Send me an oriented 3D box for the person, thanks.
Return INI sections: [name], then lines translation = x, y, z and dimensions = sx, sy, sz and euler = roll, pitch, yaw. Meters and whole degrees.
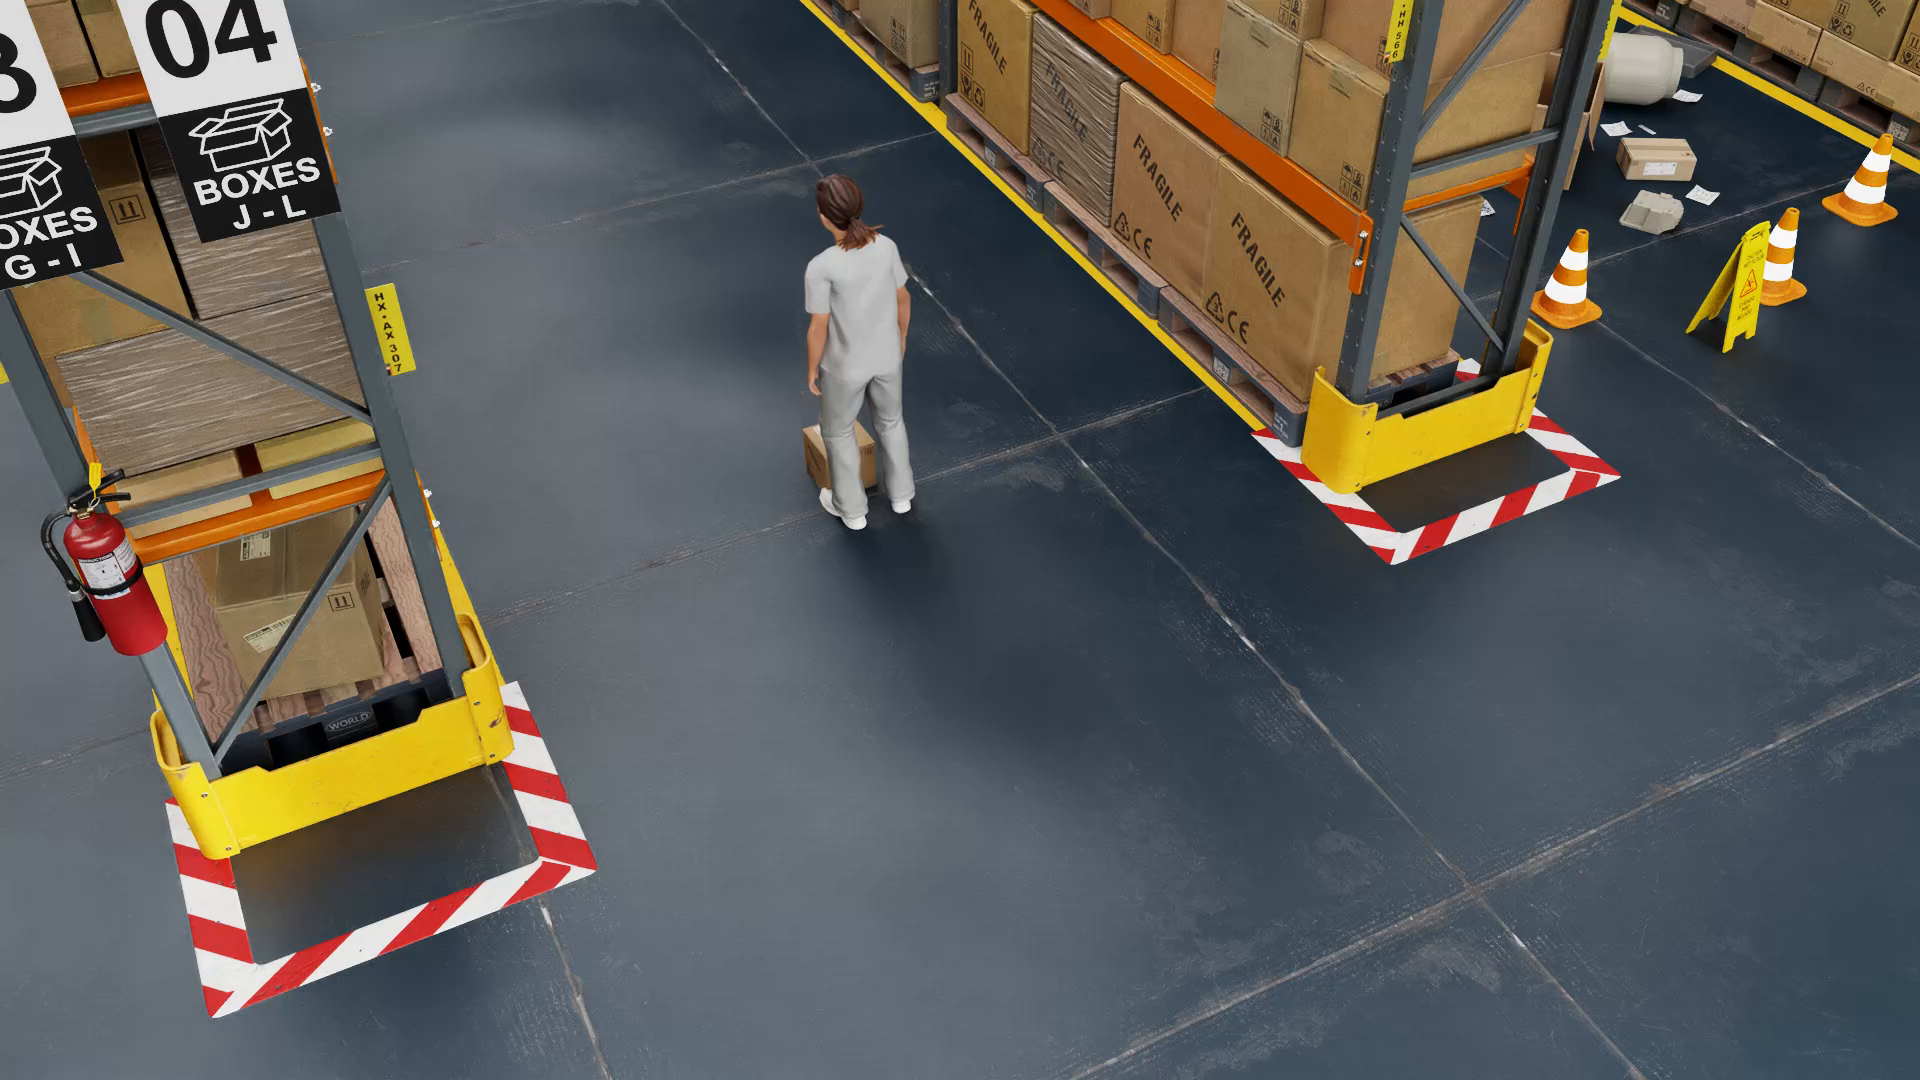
[person]
translation = -0.428, -0.771, 7.036
dimensions = 0.501, 1.671, 0.361
euler = -21, 46, -22
